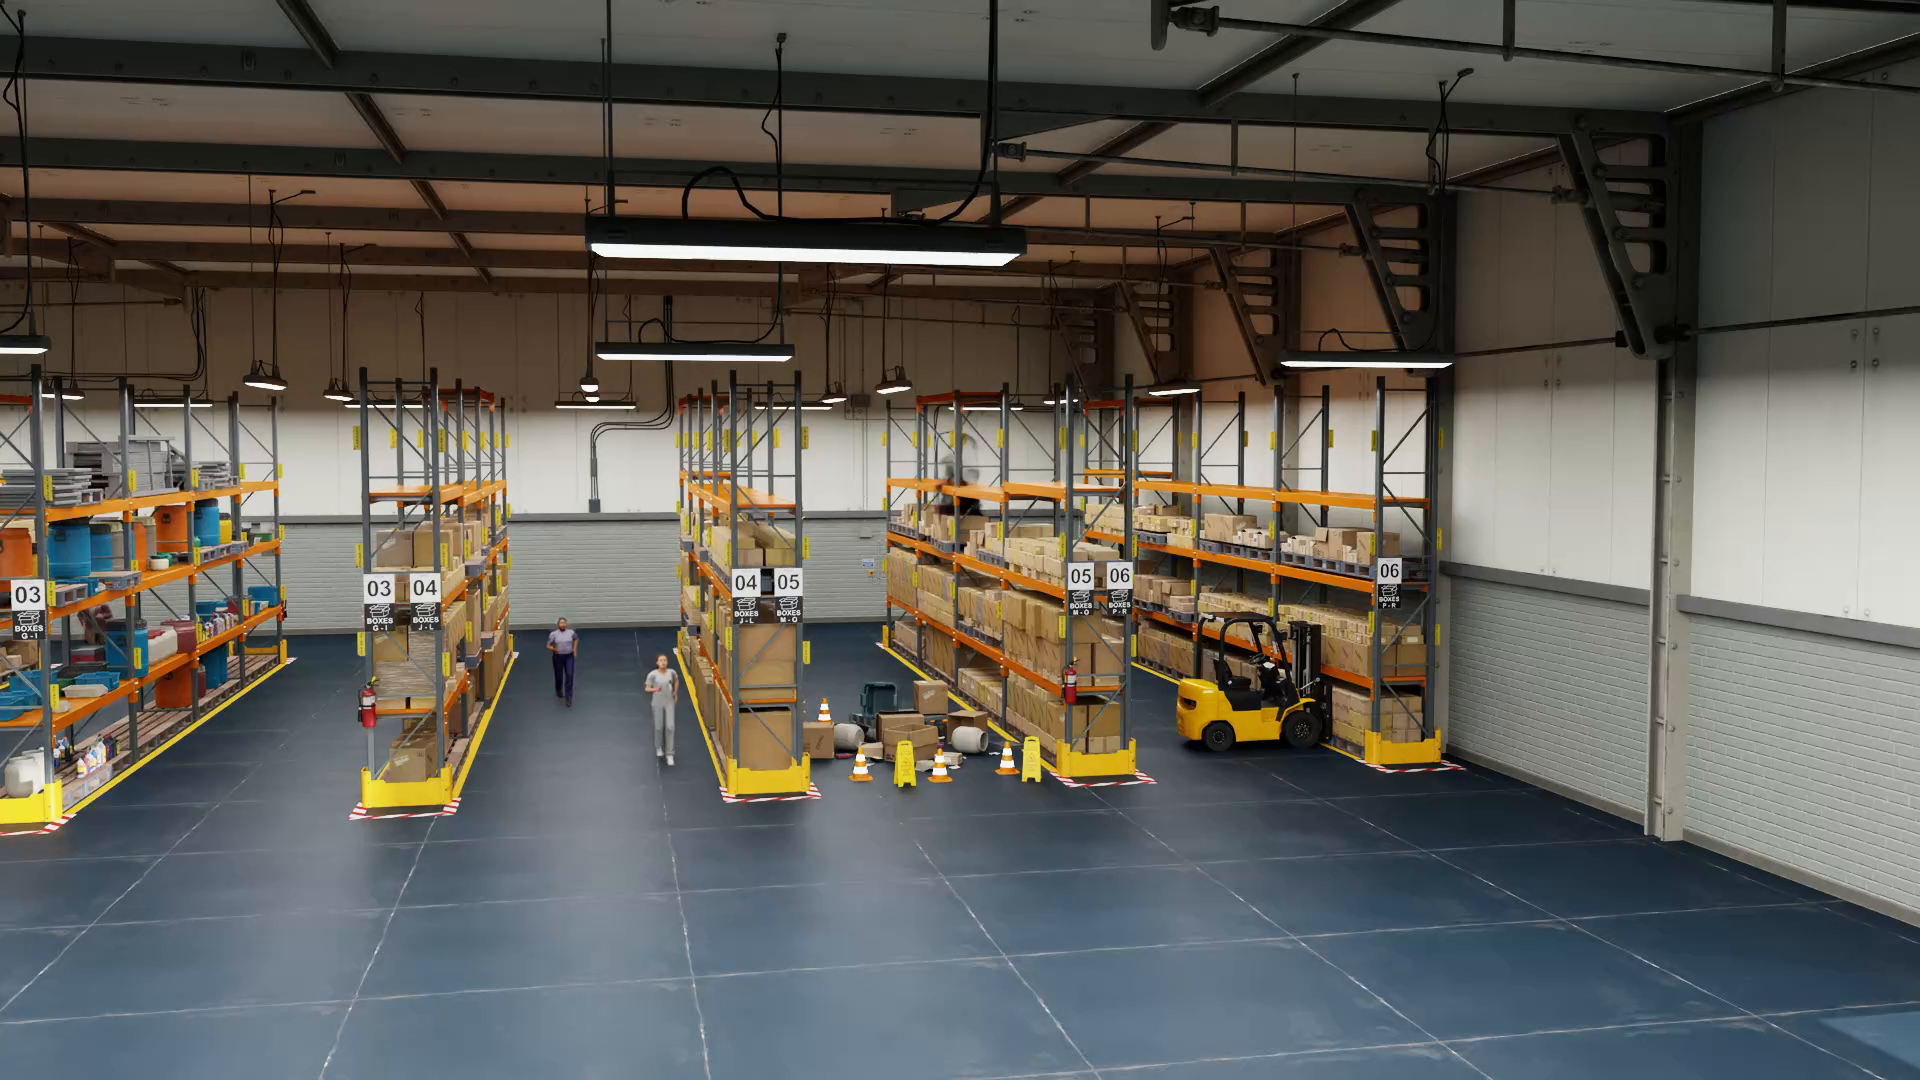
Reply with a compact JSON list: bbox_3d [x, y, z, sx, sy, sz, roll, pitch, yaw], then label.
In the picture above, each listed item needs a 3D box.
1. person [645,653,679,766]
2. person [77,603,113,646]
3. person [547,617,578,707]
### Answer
[{"bbox_3d":[-4.631,2.607,25.916,0.555,1.705,0.841,-1,4,-17],"label":"person"},{"bbox_3d":[-18.571,2.006,35.710,0.703,1.847,0.822,-1,4,-22],"label":"person"},{"bbox_3d":[-7.554,2.299,31.648,0.606,1.662,0.923,-1,4,-18],"label":"person"}]
